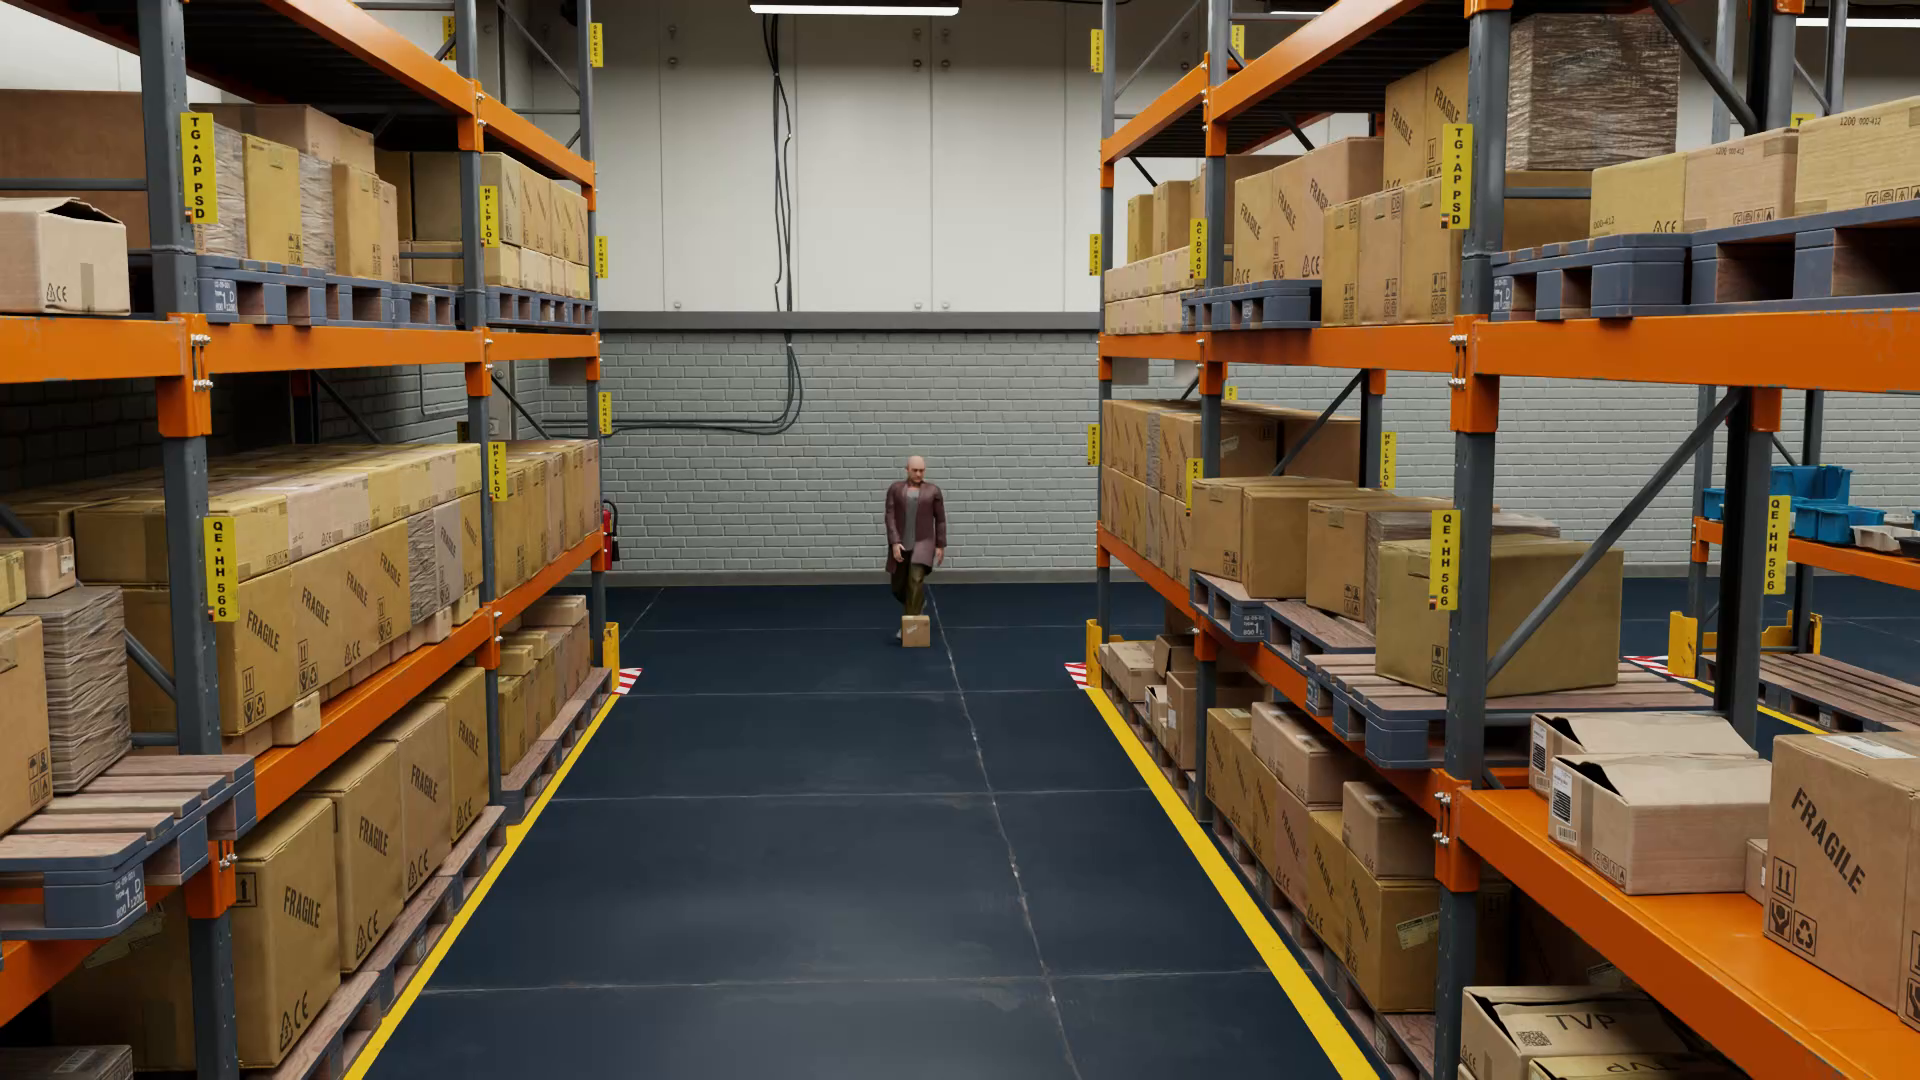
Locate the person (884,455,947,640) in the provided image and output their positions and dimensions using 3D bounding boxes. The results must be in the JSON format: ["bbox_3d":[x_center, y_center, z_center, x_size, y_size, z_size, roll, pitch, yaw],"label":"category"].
[{"bbox_3d":[-0.445,0.058,15.594,0.557,1.704,1.104,2,7,13],"label":"person"}]
